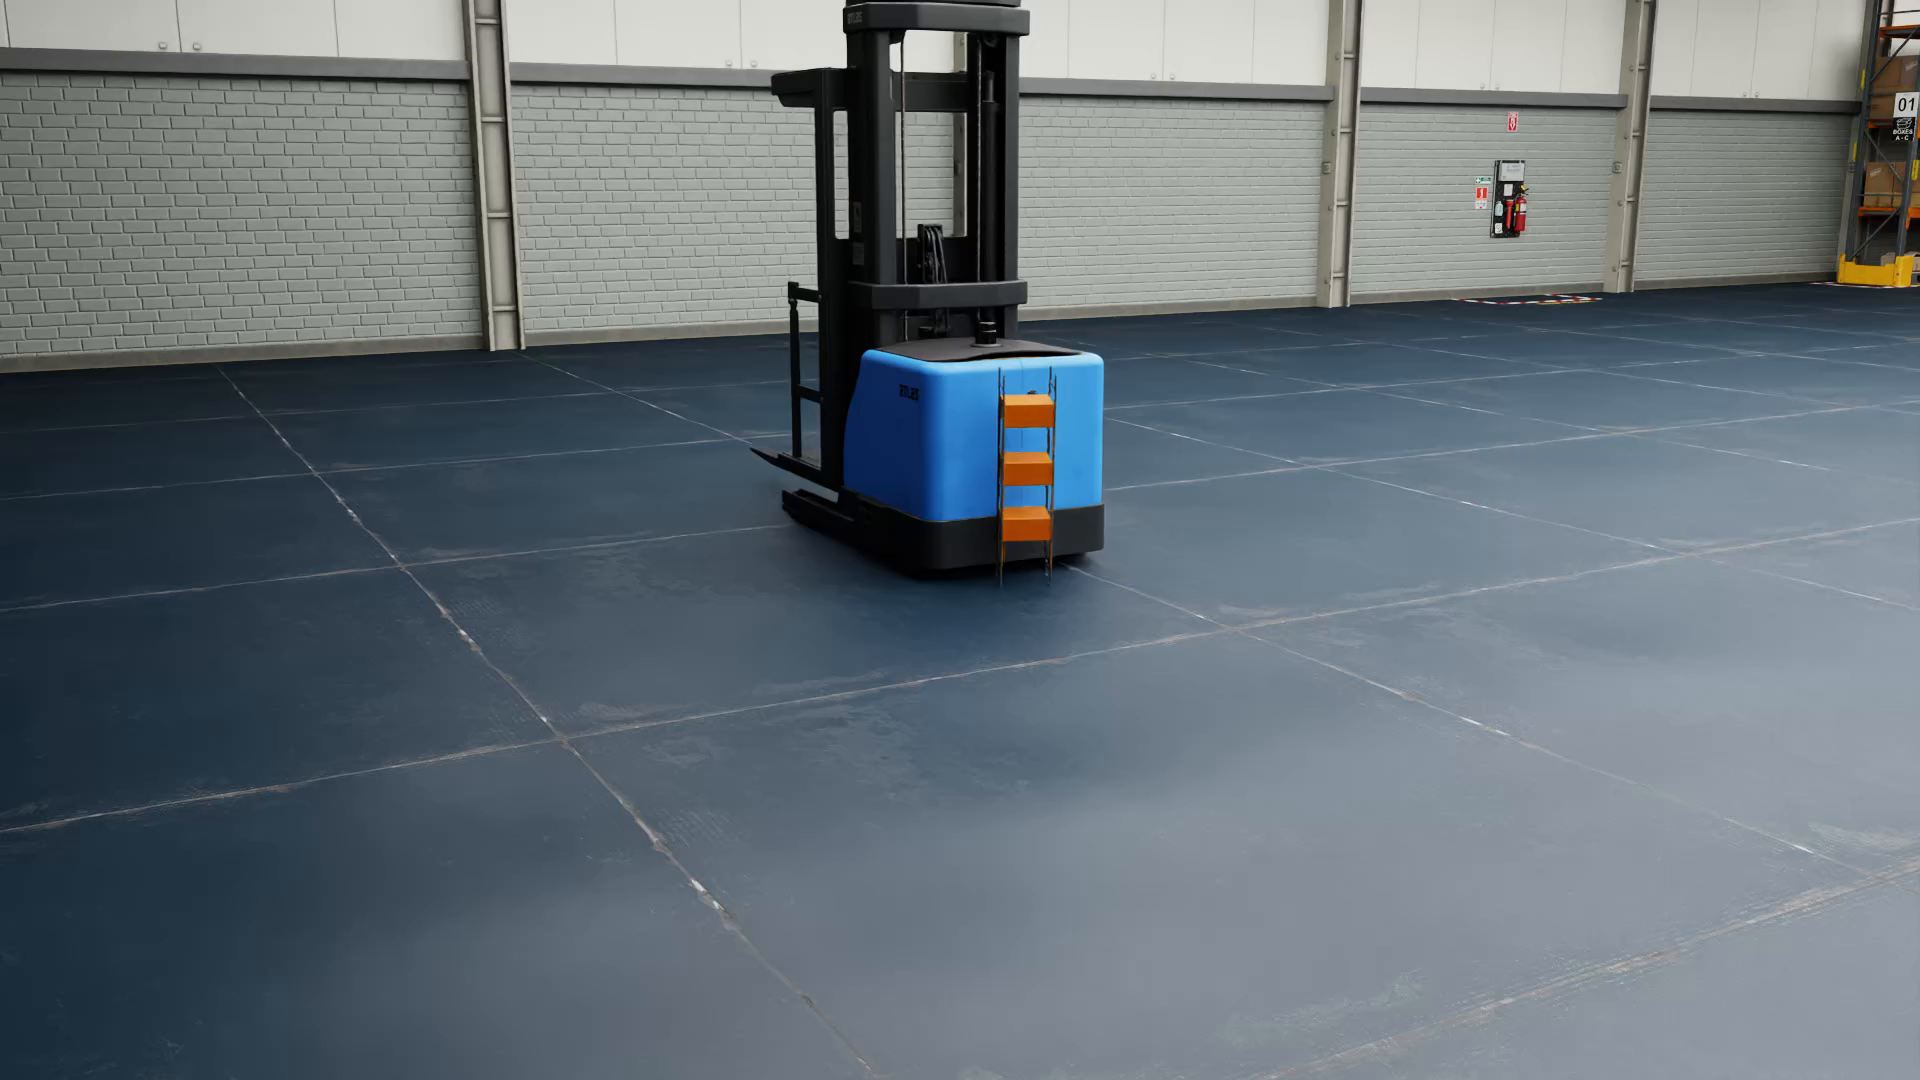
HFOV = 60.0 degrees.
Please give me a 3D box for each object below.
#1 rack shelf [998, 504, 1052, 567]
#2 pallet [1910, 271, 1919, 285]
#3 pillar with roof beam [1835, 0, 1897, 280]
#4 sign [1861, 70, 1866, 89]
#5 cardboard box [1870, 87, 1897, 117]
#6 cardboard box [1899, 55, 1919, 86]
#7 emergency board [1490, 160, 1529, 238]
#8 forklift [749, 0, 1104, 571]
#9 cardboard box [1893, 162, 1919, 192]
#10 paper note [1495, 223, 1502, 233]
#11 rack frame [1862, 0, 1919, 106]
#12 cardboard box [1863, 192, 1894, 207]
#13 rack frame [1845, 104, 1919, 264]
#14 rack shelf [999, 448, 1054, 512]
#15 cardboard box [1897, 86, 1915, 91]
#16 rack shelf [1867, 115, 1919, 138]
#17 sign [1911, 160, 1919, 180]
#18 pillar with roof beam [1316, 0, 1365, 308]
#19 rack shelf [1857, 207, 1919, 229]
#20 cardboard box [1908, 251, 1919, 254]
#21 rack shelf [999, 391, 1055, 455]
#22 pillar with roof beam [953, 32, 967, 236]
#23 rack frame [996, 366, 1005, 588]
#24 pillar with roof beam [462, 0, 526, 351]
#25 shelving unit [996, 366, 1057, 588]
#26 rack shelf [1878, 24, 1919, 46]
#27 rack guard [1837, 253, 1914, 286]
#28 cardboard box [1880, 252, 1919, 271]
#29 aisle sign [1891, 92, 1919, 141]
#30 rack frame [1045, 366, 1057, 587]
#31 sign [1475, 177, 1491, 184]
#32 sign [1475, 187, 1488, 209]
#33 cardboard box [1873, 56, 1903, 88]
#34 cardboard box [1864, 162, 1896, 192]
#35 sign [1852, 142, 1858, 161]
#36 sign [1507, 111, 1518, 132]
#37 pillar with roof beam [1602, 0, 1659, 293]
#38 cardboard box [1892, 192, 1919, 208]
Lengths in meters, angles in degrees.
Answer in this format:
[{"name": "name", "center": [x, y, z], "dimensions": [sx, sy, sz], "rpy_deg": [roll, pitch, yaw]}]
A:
[{"name": "rack shelf", "center": [0.313, -0.026, 8.102], "dimensions": [0.240, 0.259, 0.215], "rpy_deg": [-1, 18, -5]}, {"name": "pallet", "center": [16.559, -4.618, 29.150], "dimensions": [1.213, 0.211, 1.003], "rpy_deg": [-7, 14, -28]}, {"name": "pillar with roof beam", "center": [18.025, -8.230, 25.182], "dimensions": [0.400, 9.000, 9.100], "rpy_deg": [-7, 14, -28]}, {"name": "sign", "center": [15.514, -7.897, 28.517], "dimensions": [0.005, 0.325, 0.100], "rpy_deg": [-7, 14, -28]}, {"name": "cardboard box", "center": [16.007, -7.507, 28.528], "dimensions": [0.500, 0.500, 0.500], "rpy_deg": [-6, 14, -24]}, {"name": "cardboard box", "center": [16.216, -7.896, 27.979], "dimensions": [0.500, 0.500, 0.500], "rpy_deg": [-8, 15, -32]}, {"name": "emergency board", "center": [8.508, -5.249, 25.599], "dimensions": [0.643, 1.169, 0.194], "rpy_deg": [-7, 14, -28]}, {"name": "forklift", "center": [-0.378, -1.555, 9.345], "dimensions": [1.130, 2.935, 3.031], "rpy_deg": [-6, 14, -26]}, {"name": "cardboard box", "center": [16.325, -6.187, 28.356], "dimensions": [0.500, 0.500, 0.500], "rpy_deg": [-7, 14, -28]}, {"name": "paper note", "center": [8.320, -4.814, 25.672], "dimensions": [0.142, 0.148, 0.016], "rpy_deg": [-7, 14, -28]}, {"name": "rack frame", "center": [15.762, -8.819, 27.800], "dimensions": [0.127, 3.000, 1.000], "rpy_deg": [-7, 14, -28]}, {"name": "cardboard box", "center": [16.079, -5.915, 28.857], "dimensions": [0.500, 0.250, 0.500], "rpy_deg": [-7, 14, -27]}, {"name": "rack frame", "center": [15.762, -5.892, 28.459], "dimensions": [0.127, 3.000, 1.000], "rpy_deg": [-7, 14, -28]}, {"name": "rack shelf", "center": [0.315, -0.290, 8.016], "dimensions": [0.240, 0.259, 0.215], "rpy_deg": [-1, 18, -5]}, {"name": "cardboard box", "center": [16.175, -7.401, 28.058], "dimensions": [0.500, 0.500, 0.500], "rpy_deg": [-6, 14, -26]}, {"name": "rack shelf", "center": [17.517, -7.215, 29.143], "dimensions": [4.000, 0.370, 1.077], "rpy_deg": [-7, 14, -28]}, {"name": "sign", "center": [16.022, -6.210, 27.899], "dimensions": [0.005, 0.325, 0.100], "rpy_deg": [-7, 14, -28]}, {"name": "pillar with roof beam", "center": [7.492, -6.967, 19.572], "dimensions": [0.400, 9.000, 9.100], "rpy_deg": [-7, 14, -28]}, {"name": "rack shelf", "center": [17.517, -5.752, 29.473], "dimensions": [4.000, 0.370, 1.077], "rpy_deg": [-7, 14, -28]}, {"name": "cardboard box", "center": [16.913, -4.910, 29.218], "dimensions": [0.500, 0.311, 0.500], "rpy_deg": [-6, 14, -23]}, {"name": "rack shelf", "center": [0.317, -0.560, 7.927], "dimensions": [0.240, 0.259, 0.215], "rpy_deg": [-1, 18, -5]}, {"name": "pillar with roof beam", "center": [2.225, -6.336, 16.767], "dimensions": [0.400, 9.000, 9.100], "rpy_deg": [-7, 14, -28]}, {"name": "rack frame", "center": [0.194, -0.298, 8.002], "dimensions": [0.008, 1.050, 0.200], "rpy_deg": [-1, 18, -5]}, {"name": "pillar with roof beam", "center": [-3.041, -5.705, 13.963], "dimensions": [0.400, 9.000, 9.100], "rpy_deg": [-7, 14, -28]}, {"name": "shelving unit", "center": [0.315, -0.300, 8.012], "dimensions": [0.252, 1.050, 0.215], "rpy_deg": [-1, 18, -5]}, {"name": "rack shelf", "center": [17.517, -8.677, 28.814], "dimensions": [4.000, 0.370, 1.077], "rpy_deg": [-7, 14, -28]}, {"name": "rack guard", "center": [15.829, -4.681, 28.769], "dimensions": [0.348, 0.500, 1.175], "rpy_deg": [-7, 14, -28]}, {"name": "cardboard box", "center": [16.412, -4.850, 28.952], "dimensions": [0.500, 0.311, 0.500], "rpy_deg": [-9, 15, -34]}, {"name": "aisle sign", "center": [15.843, -7.095, 27.883], "dimensions": [0.004, 0.787, 0.394], "rpy_deg": [-7, 14, -28]}, {"name": "rack frame", "center": [0.437, -0.303, 8.023], "dimensions": [0.008, 1.050, 0.200], "rpy_deg": [-1, 18, -5]}, {"name": "sign", "center": [7.982, -5.485, 25.362], "dimensions": [0.331, 0.109, 0.001], "rpy_deg": [-7, 14, -28]}, {"name": "sign", "center": [7.973, -5.228, 25.425], "dimensions": [0.234, 0.329, 0.001], "rpy_deg": [-7, 14, -28]}, {"name": "cardboard box", "center": [16.015, -7.998, 28.432], "dimensions": [0.500, 0.500, 0.500], "rpy_deg": [-6, 14, -25]}, {"name": "cardboard box", "center": [16.074, -6.285, 28.793], "dimensions": [0.500, 0.500, 0.500], "rpy_deg": [-7, 14, -28]}, {"name": "sign", "center": [15.514, -6.720, 28.782], "dimensions": [0.005, 0.325, 0.100], "rpy_deg": [-7, 14, -28]}, {"name": "sign", "center": [8.453, -6.398, 25.426], "dimensions": [0.199, 0.298, 0.001], "rpy_deg": [-7, 14, -28]}, {"name": "pillar with roof beam", "center": [12.758, -7.598, 22.377], "dimensions": [0.400, 9.000, 9.100], "rpy_deg": [-7, 14, -28]}, {"name": "cardboard box", "center": [16.342, -5.819, 28.429], "dimensions": [0.500, 0.250, 0.500], "rpy_deg": [-7, 15, -29]}]
